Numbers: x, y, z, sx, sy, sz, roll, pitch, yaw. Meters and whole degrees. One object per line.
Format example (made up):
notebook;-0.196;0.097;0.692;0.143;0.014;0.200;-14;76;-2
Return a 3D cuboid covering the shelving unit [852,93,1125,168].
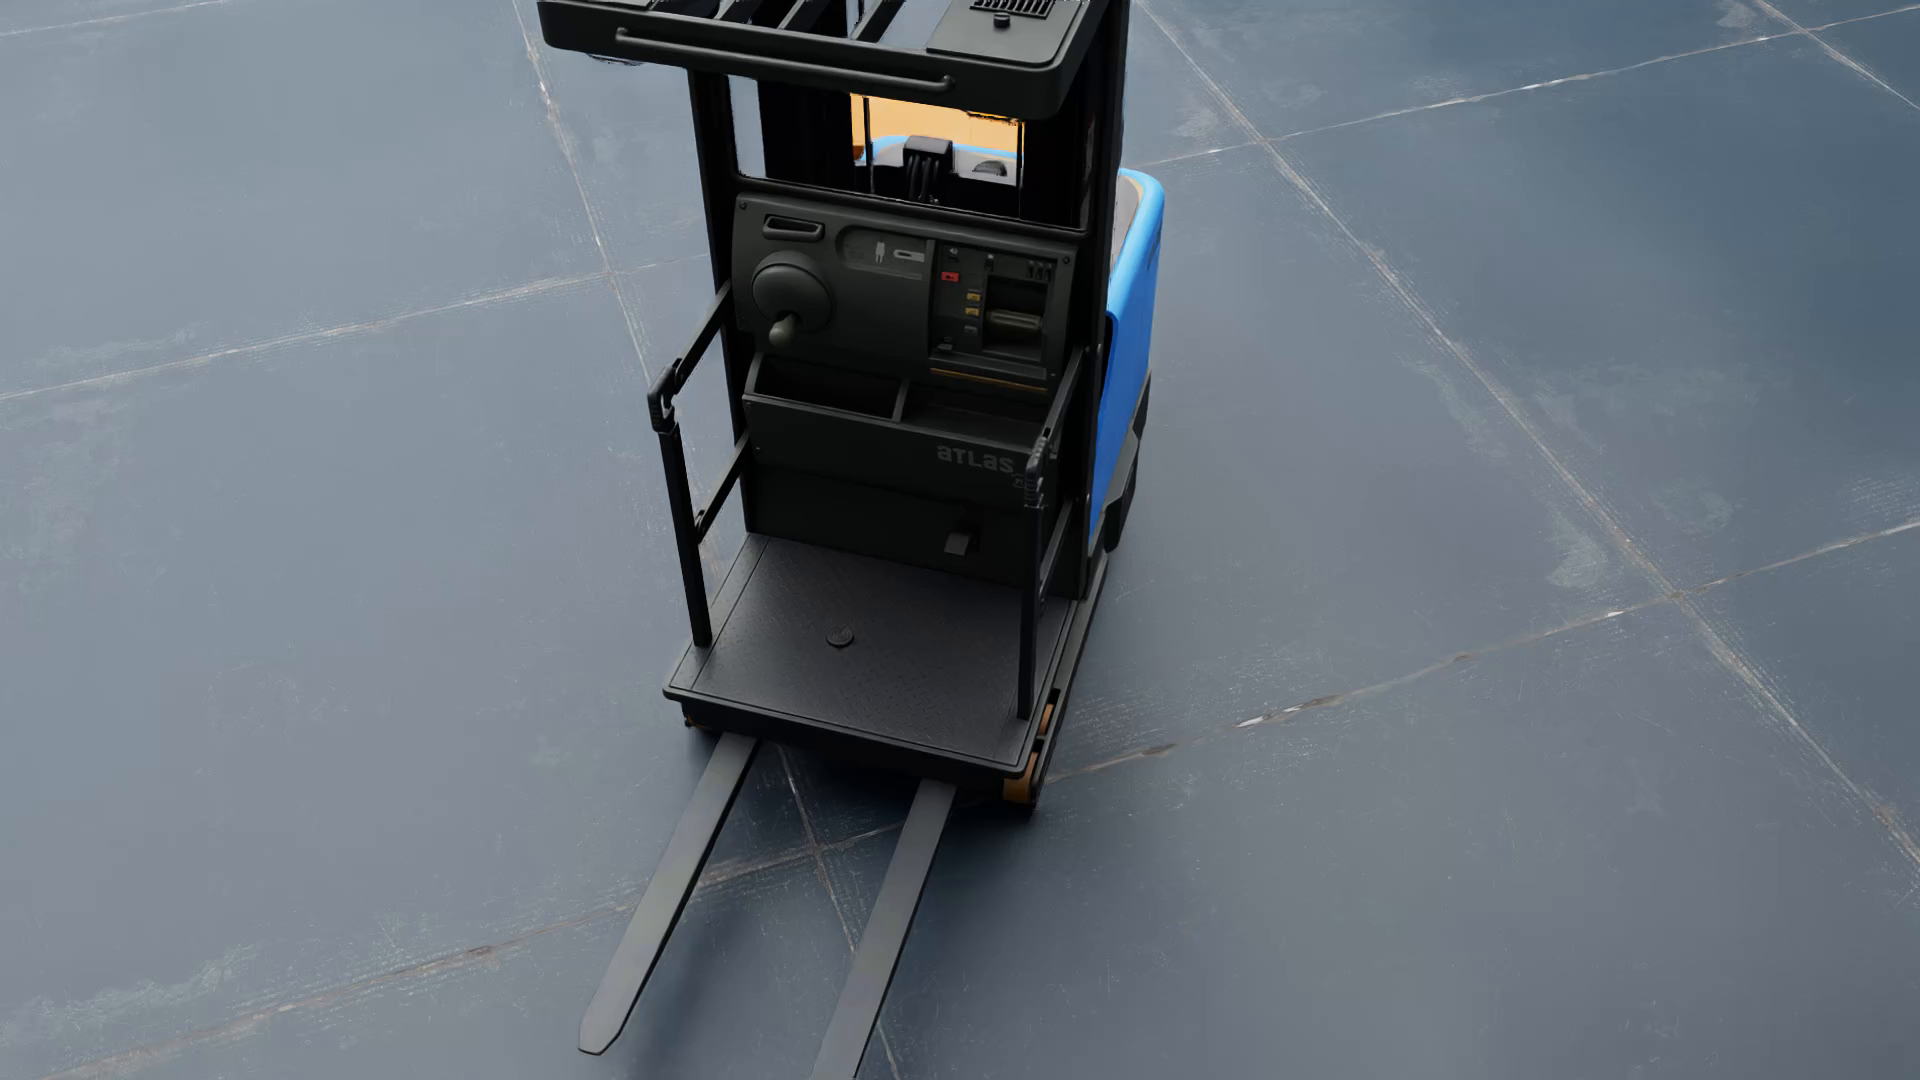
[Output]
shelving unit;0.050;-1.228;6.179;1.048;1.125;0.538;3;45;3

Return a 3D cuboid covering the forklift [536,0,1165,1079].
forklift;-0.216;-0.566;4.245;1.130;2.935;3.031;12;46;11

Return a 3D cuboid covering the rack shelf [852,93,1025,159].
rack shelf;0.050;-1.434;5.972;1.000;0.278;0.538;3;45;3

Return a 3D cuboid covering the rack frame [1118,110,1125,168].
rack frame;0.556;-1.198;6.150;0.032;1.125;0.500;3;45;3
